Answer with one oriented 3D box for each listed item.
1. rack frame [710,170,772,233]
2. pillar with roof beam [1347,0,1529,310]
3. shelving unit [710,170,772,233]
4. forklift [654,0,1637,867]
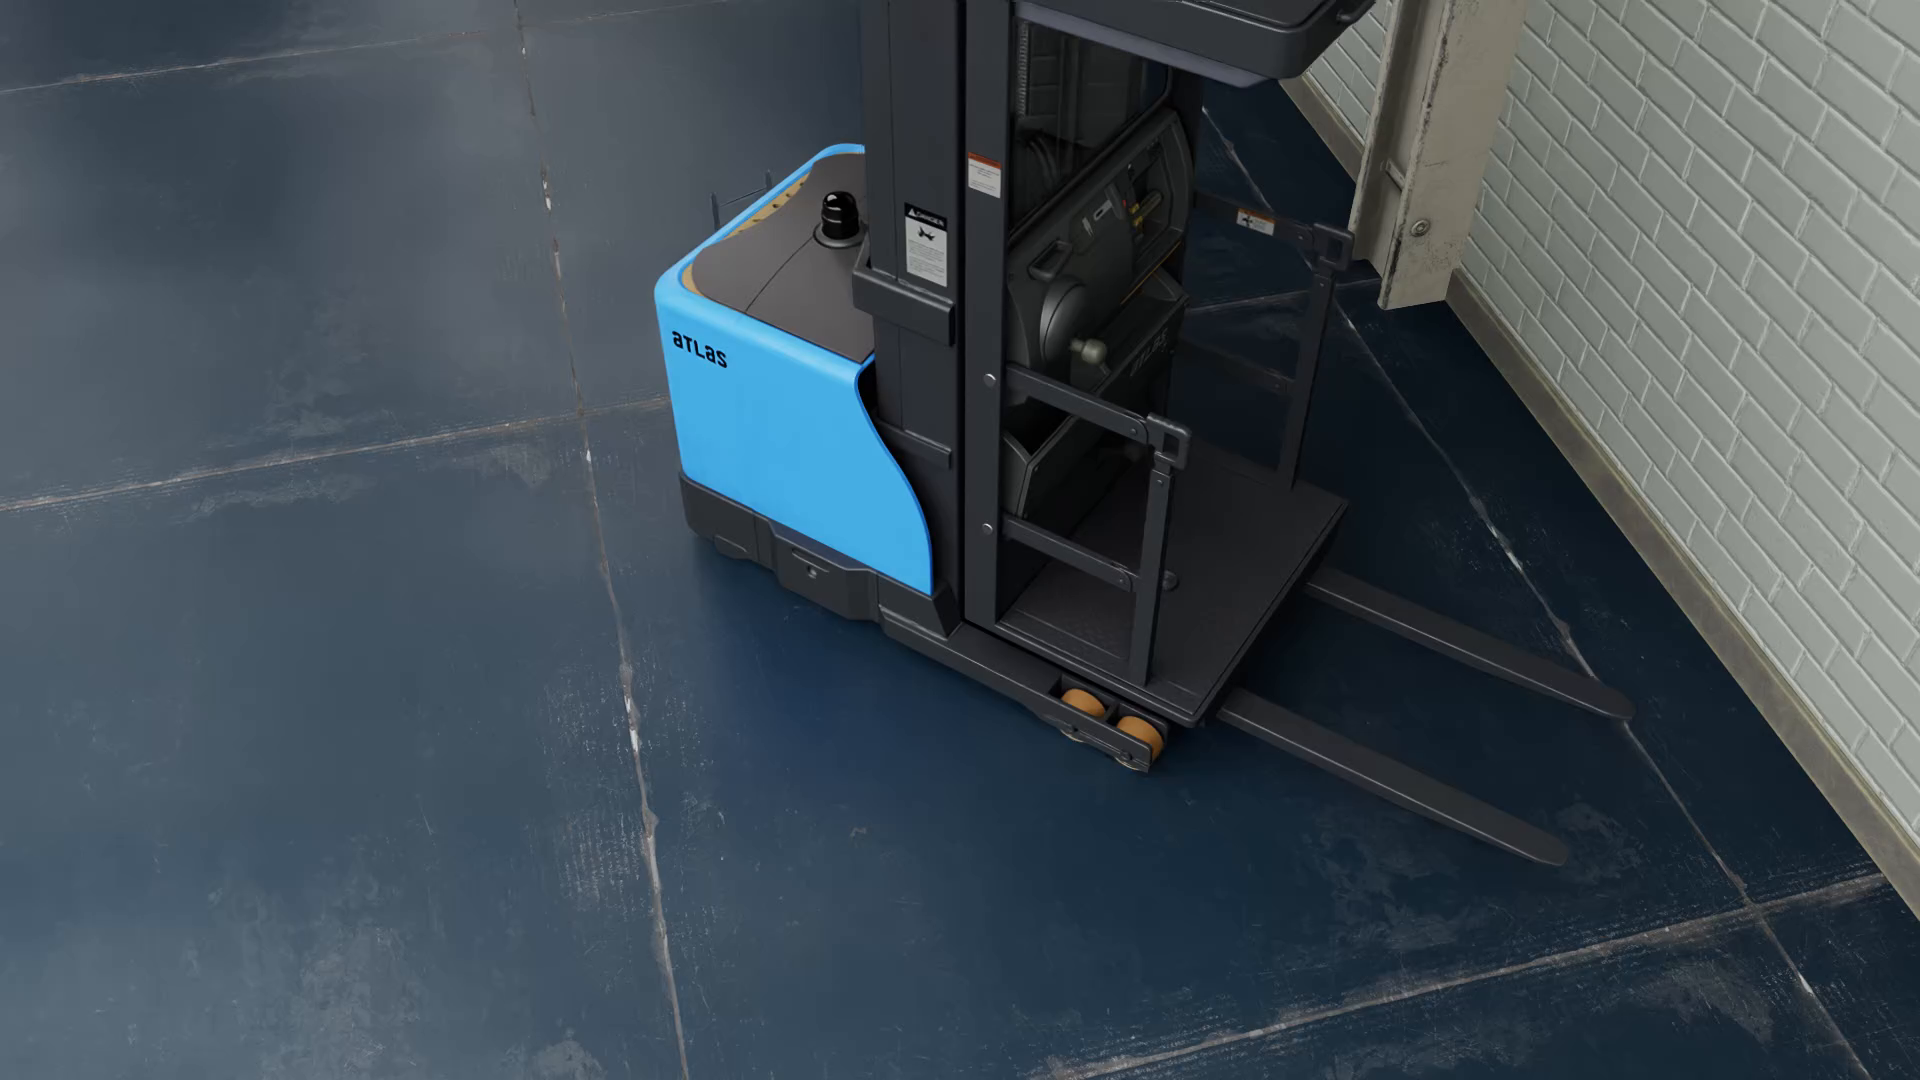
[{"bbox_3d":[-0.750,-0.908,6.009,0.240,0.900,0.006,-29,52,-25],"label":"rack frame"},{"bbox_3d":[-2.373,-3.446,2.827,9.100,9.000,0.400,-11,47,-10],"label":"pillar with roof beam"},{"bbox_3d":[-0.688,-0.851,5.953,0.258,0.900,0.210,-29,52,-25],"label":"shelving unit"},{"bbox_3d":[0.568,-0.764,4.446,3.031,2.935,1.130,25,51,22],"label":"forklift"}]
